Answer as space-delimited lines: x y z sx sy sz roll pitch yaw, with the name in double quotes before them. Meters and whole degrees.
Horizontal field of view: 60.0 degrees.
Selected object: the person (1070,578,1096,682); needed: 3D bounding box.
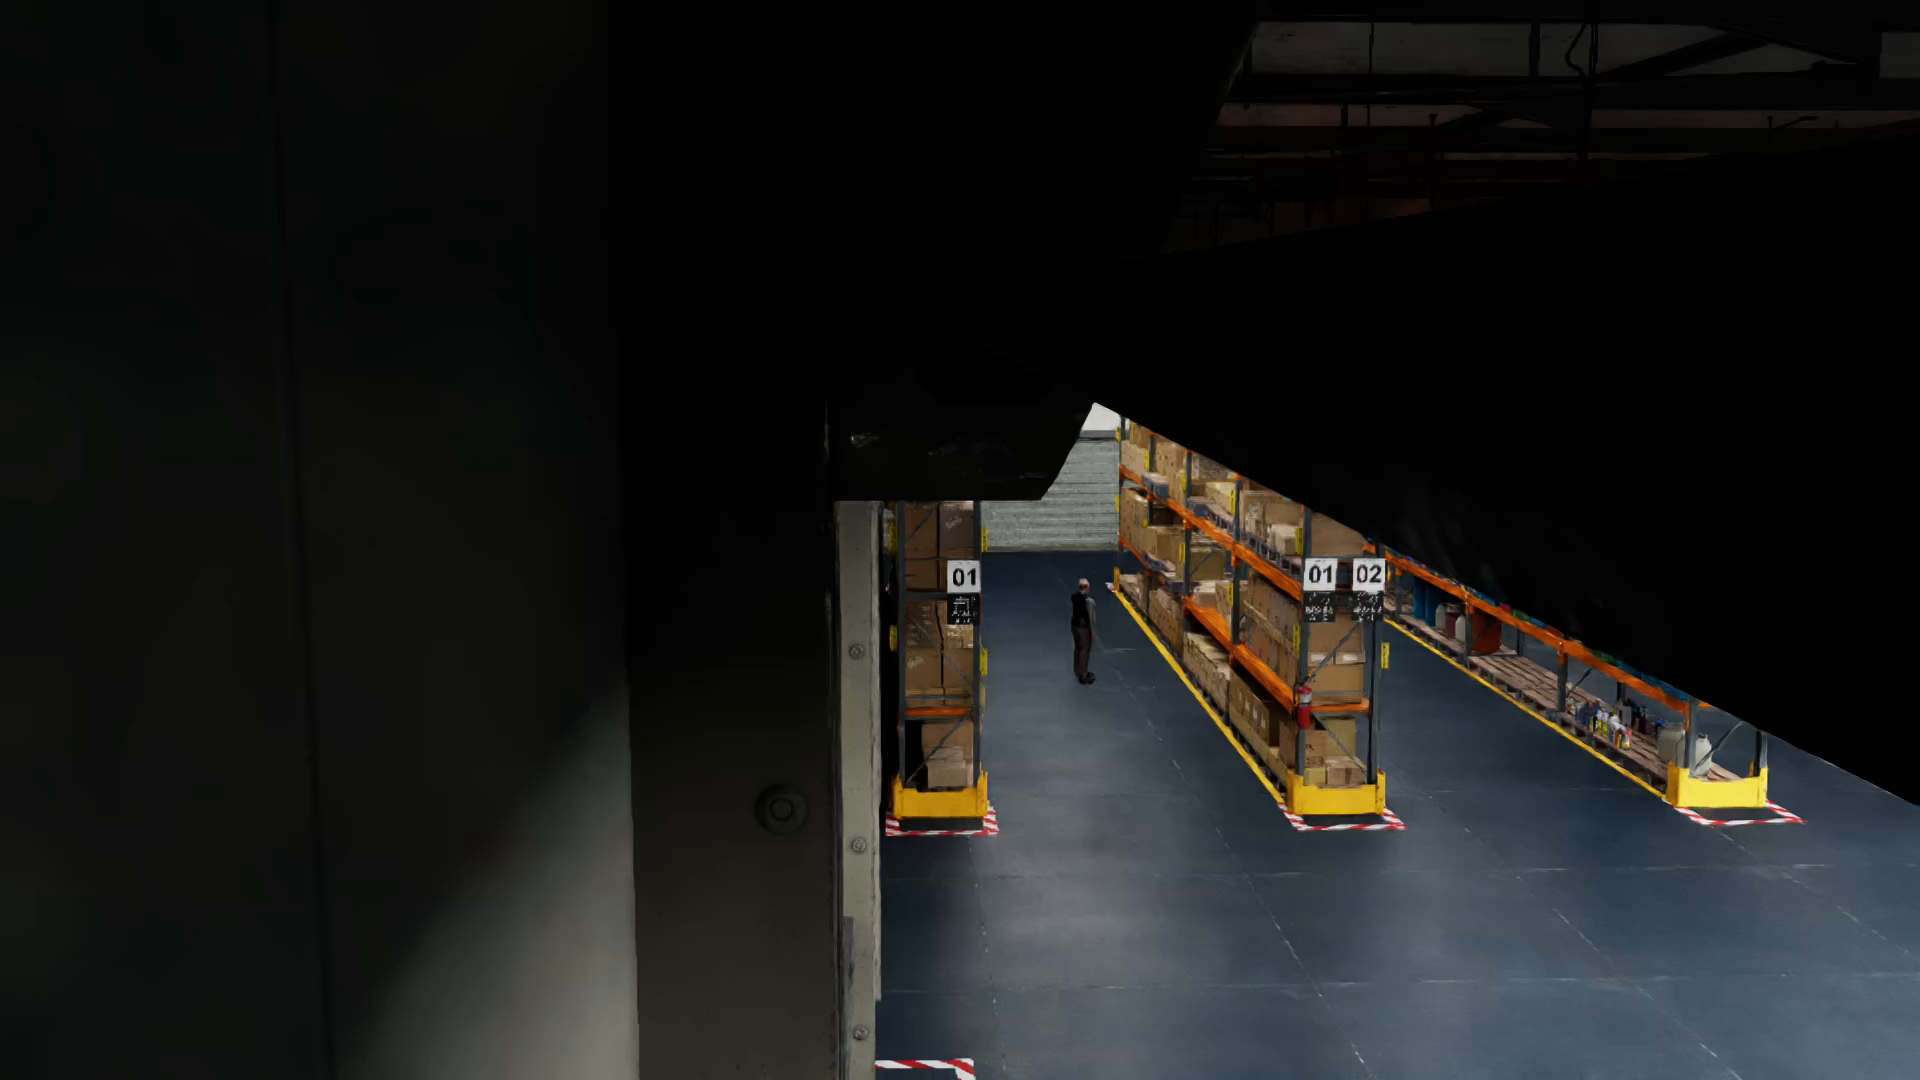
"person" 2.098 1.475 27.780 0.451 1.727 0.584 -5 10 -31
